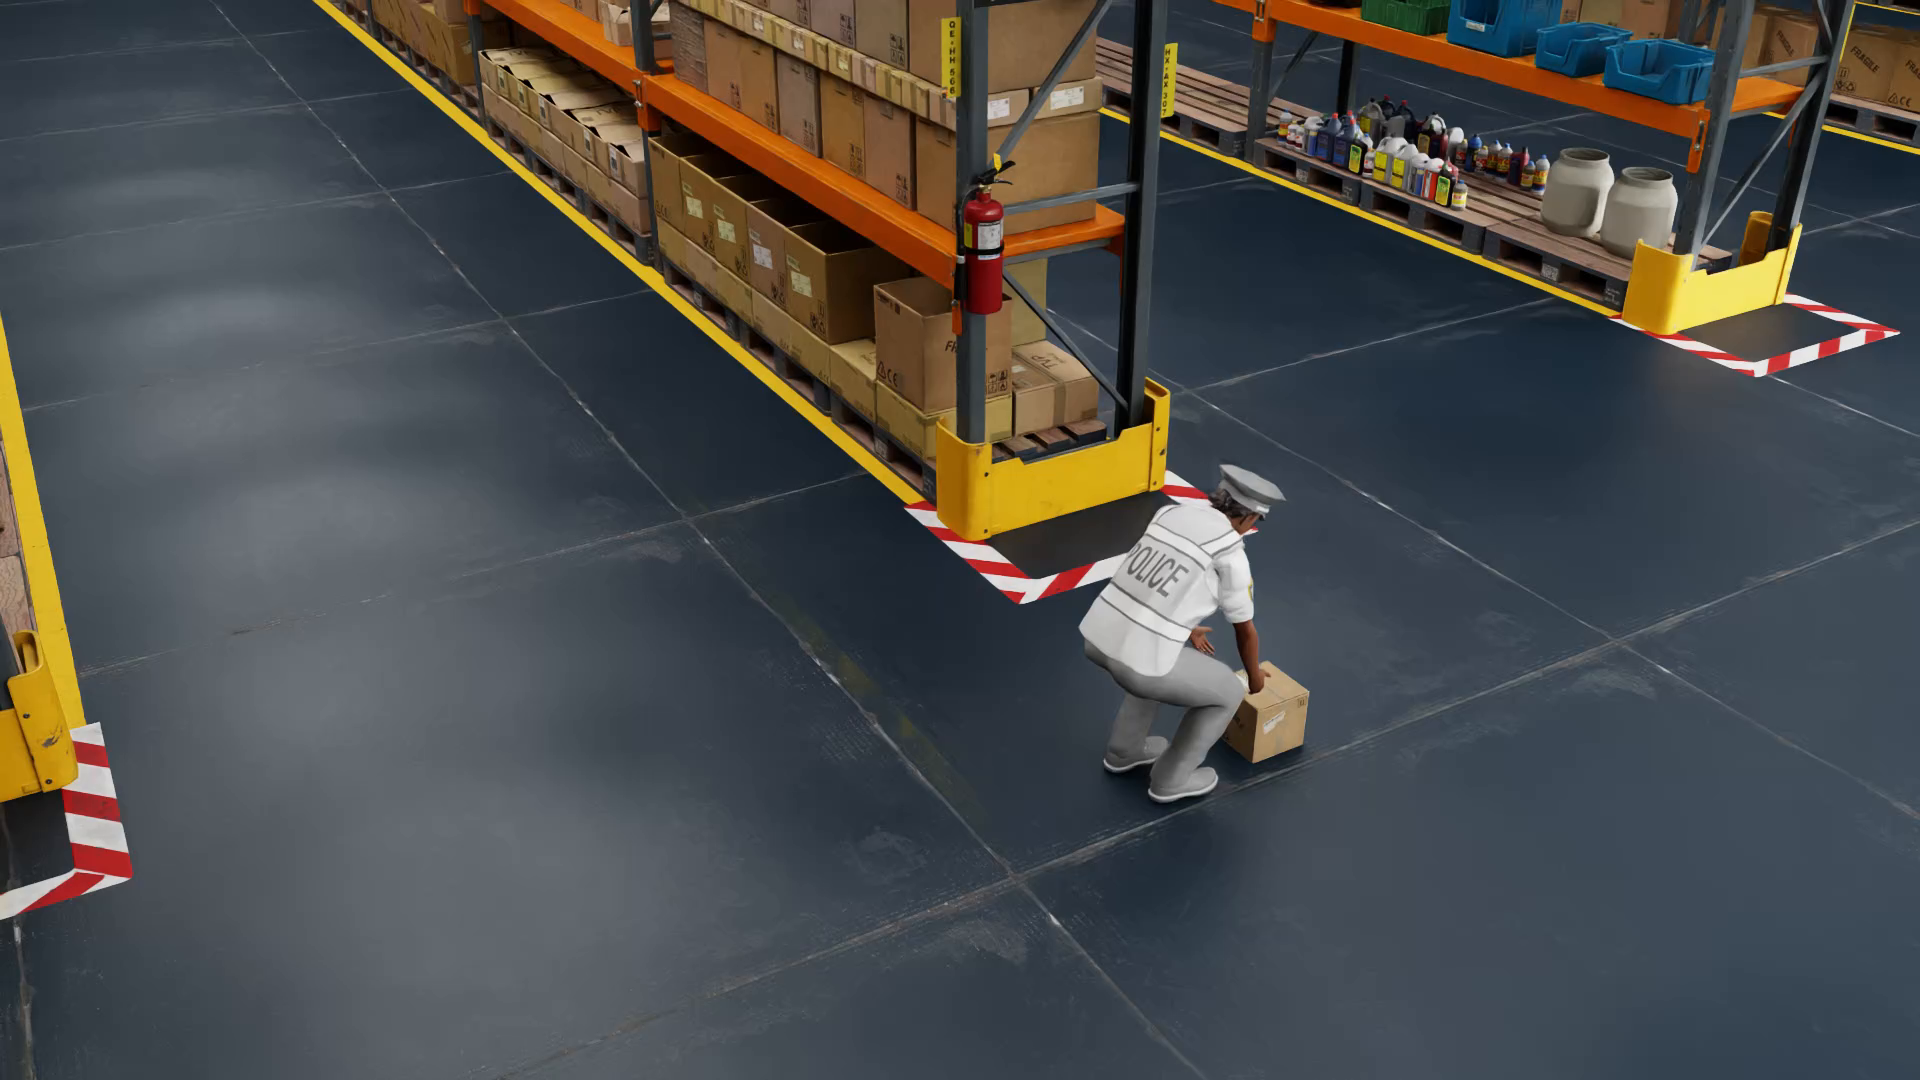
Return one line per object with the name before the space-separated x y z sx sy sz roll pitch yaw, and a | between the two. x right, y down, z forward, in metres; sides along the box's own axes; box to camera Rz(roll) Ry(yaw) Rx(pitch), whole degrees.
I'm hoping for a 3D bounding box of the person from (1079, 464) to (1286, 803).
person | 0.793 0.336 6.017 0.803 1.189 0.496 -16 33 -26
